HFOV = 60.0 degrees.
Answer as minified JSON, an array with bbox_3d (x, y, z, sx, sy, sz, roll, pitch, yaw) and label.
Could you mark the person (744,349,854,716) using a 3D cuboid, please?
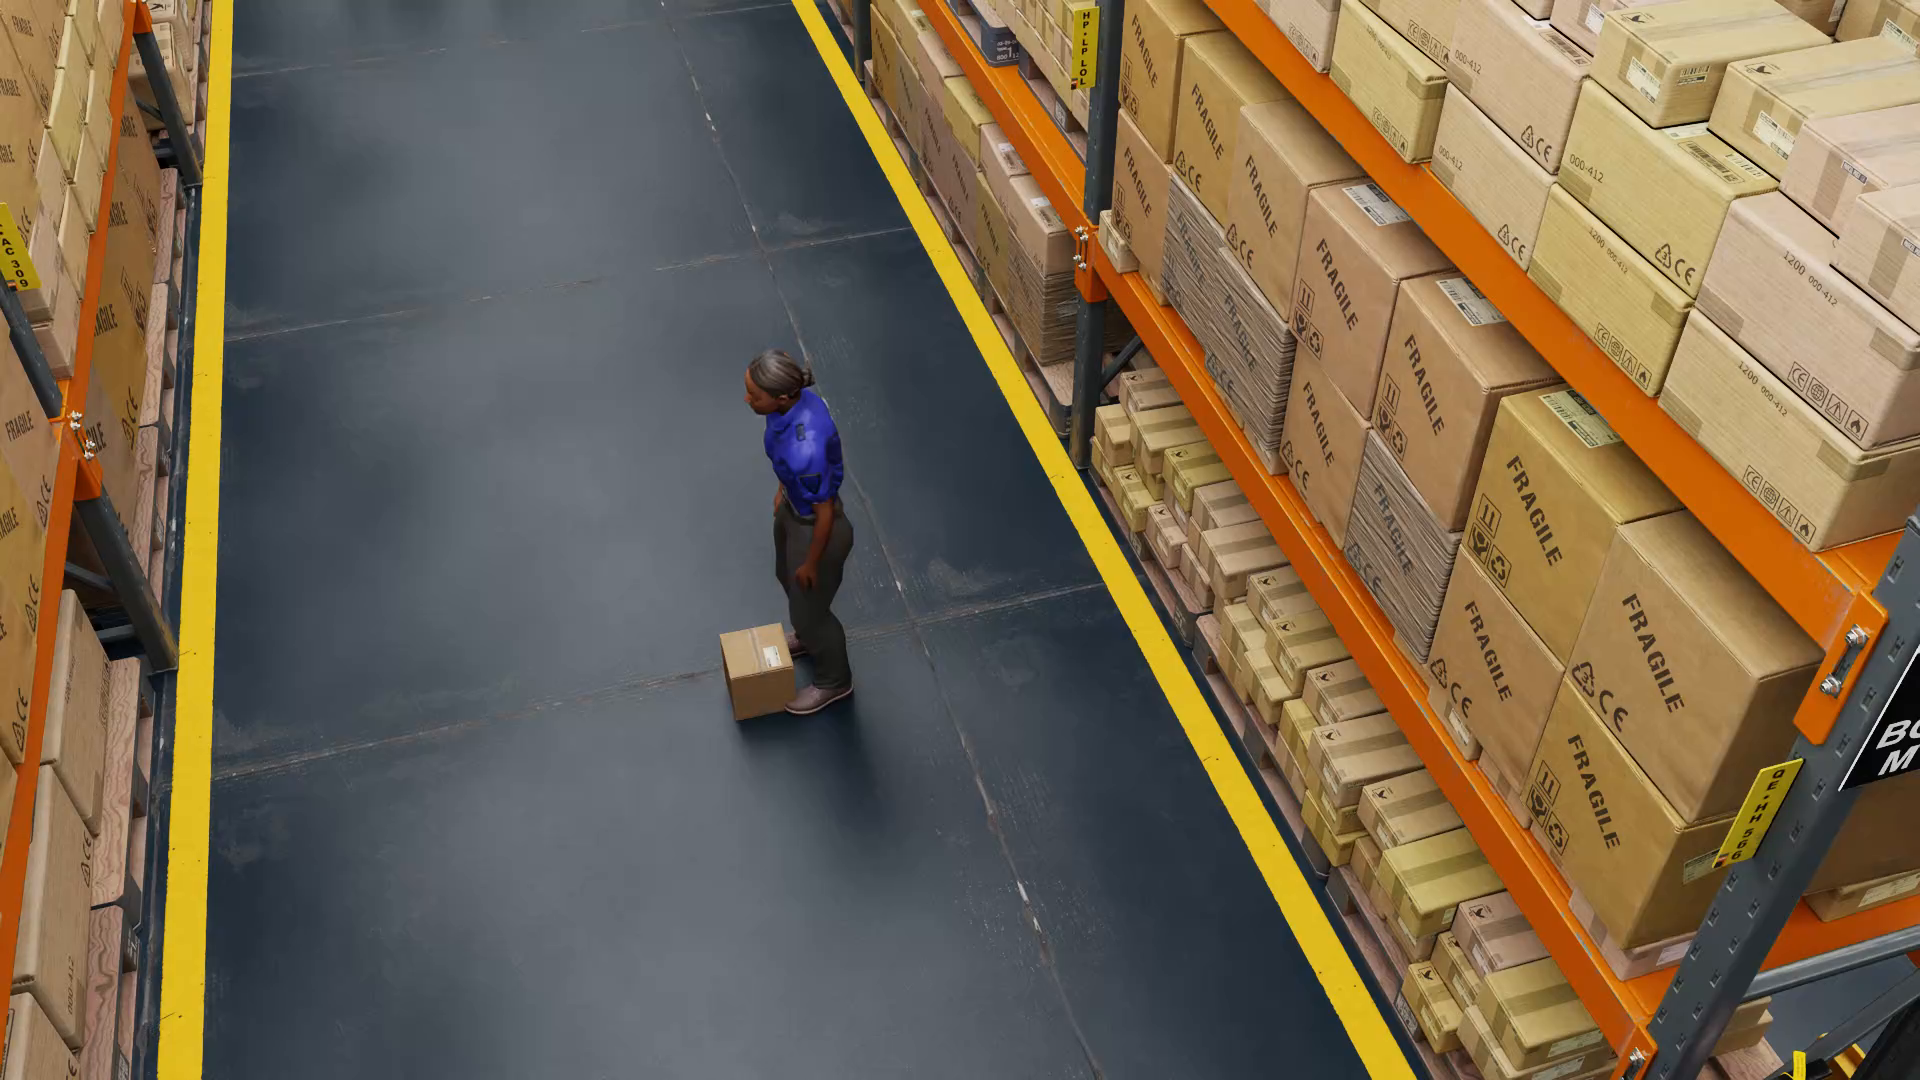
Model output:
[{"bbox_3d":[-0.586,-0.051,6.219,0.347,1.655,0.505,-12,44,-12],"label":"person"}]
